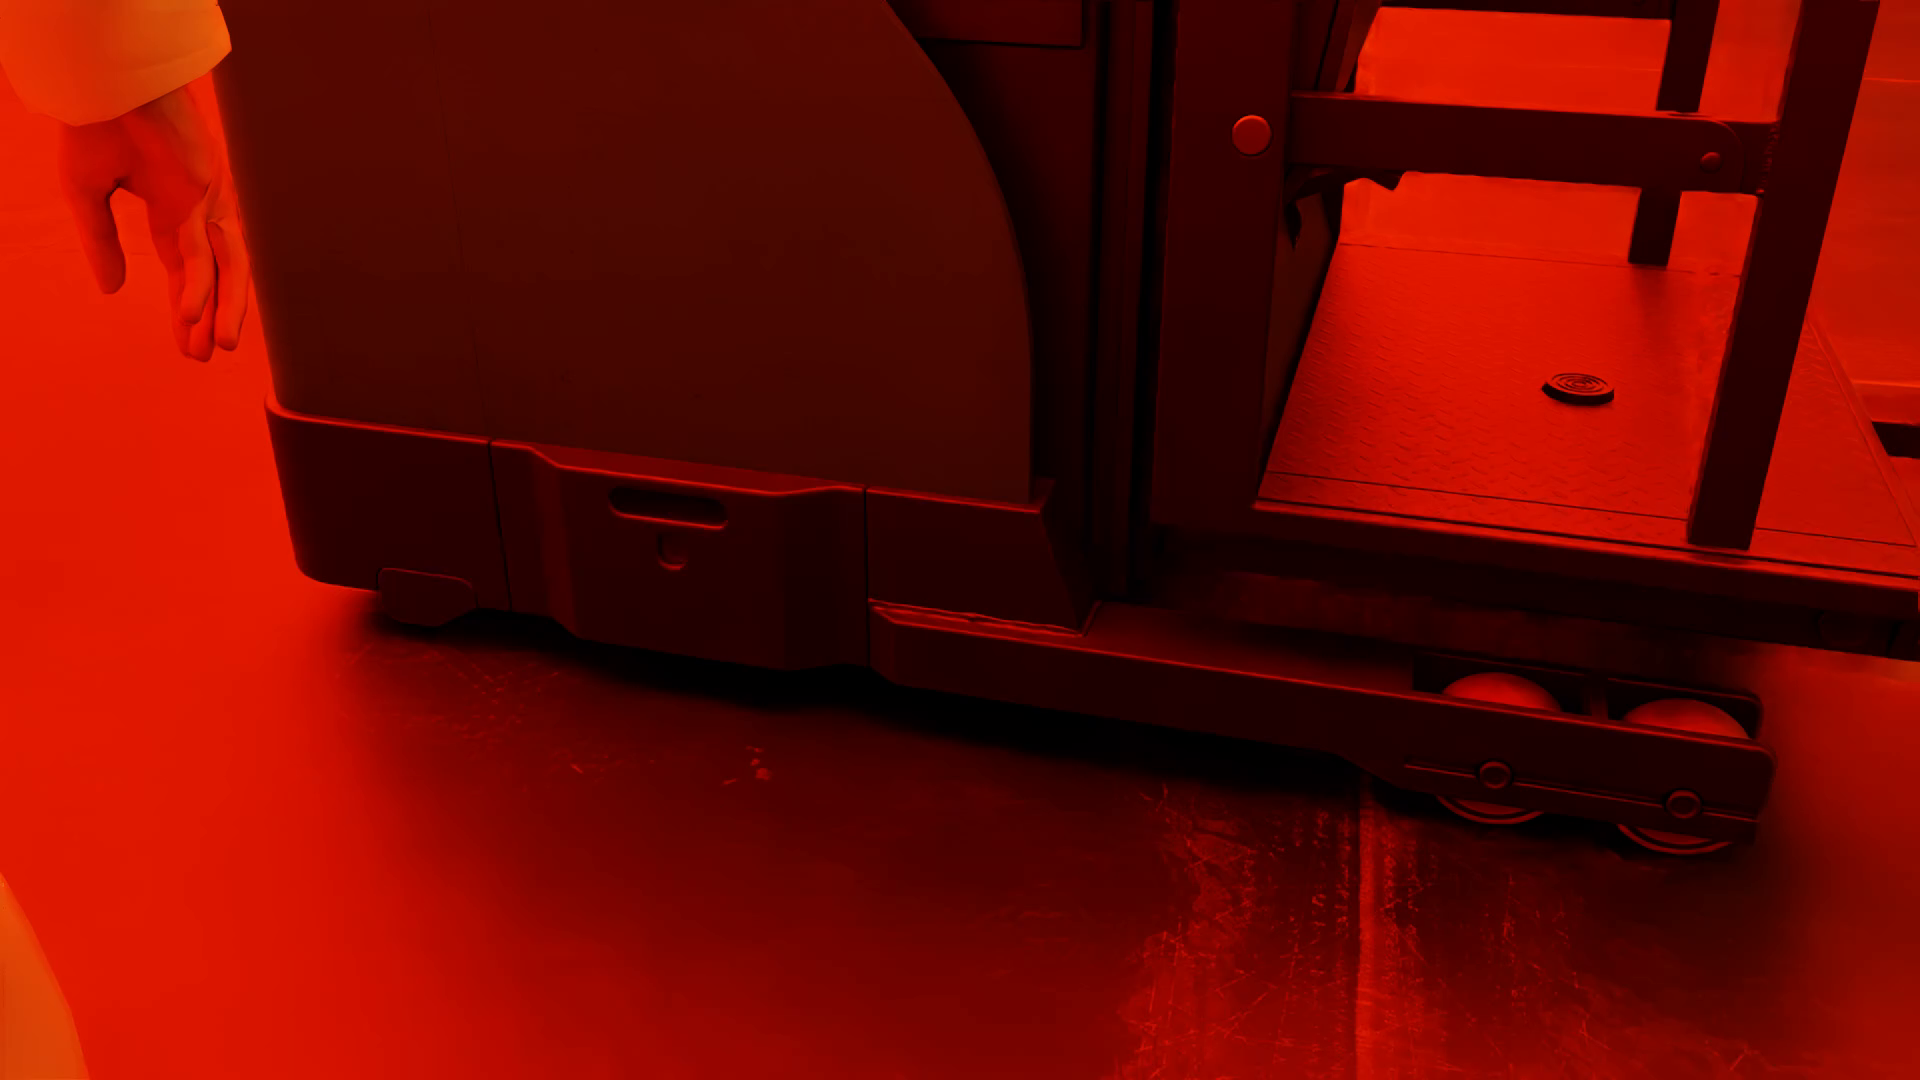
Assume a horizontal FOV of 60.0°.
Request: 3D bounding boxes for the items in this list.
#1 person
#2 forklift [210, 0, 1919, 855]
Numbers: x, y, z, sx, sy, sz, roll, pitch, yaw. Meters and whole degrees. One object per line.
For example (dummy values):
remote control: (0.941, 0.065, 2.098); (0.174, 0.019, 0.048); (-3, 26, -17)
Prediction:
person: (-0.764, -0.134, 0.749); (0.425, 1.746, 0.885); (14, 30, 26)
forklift: (0.657, -1.232, 1.689); (3.031, 2.935, 1.130); (8, 28, 15)
